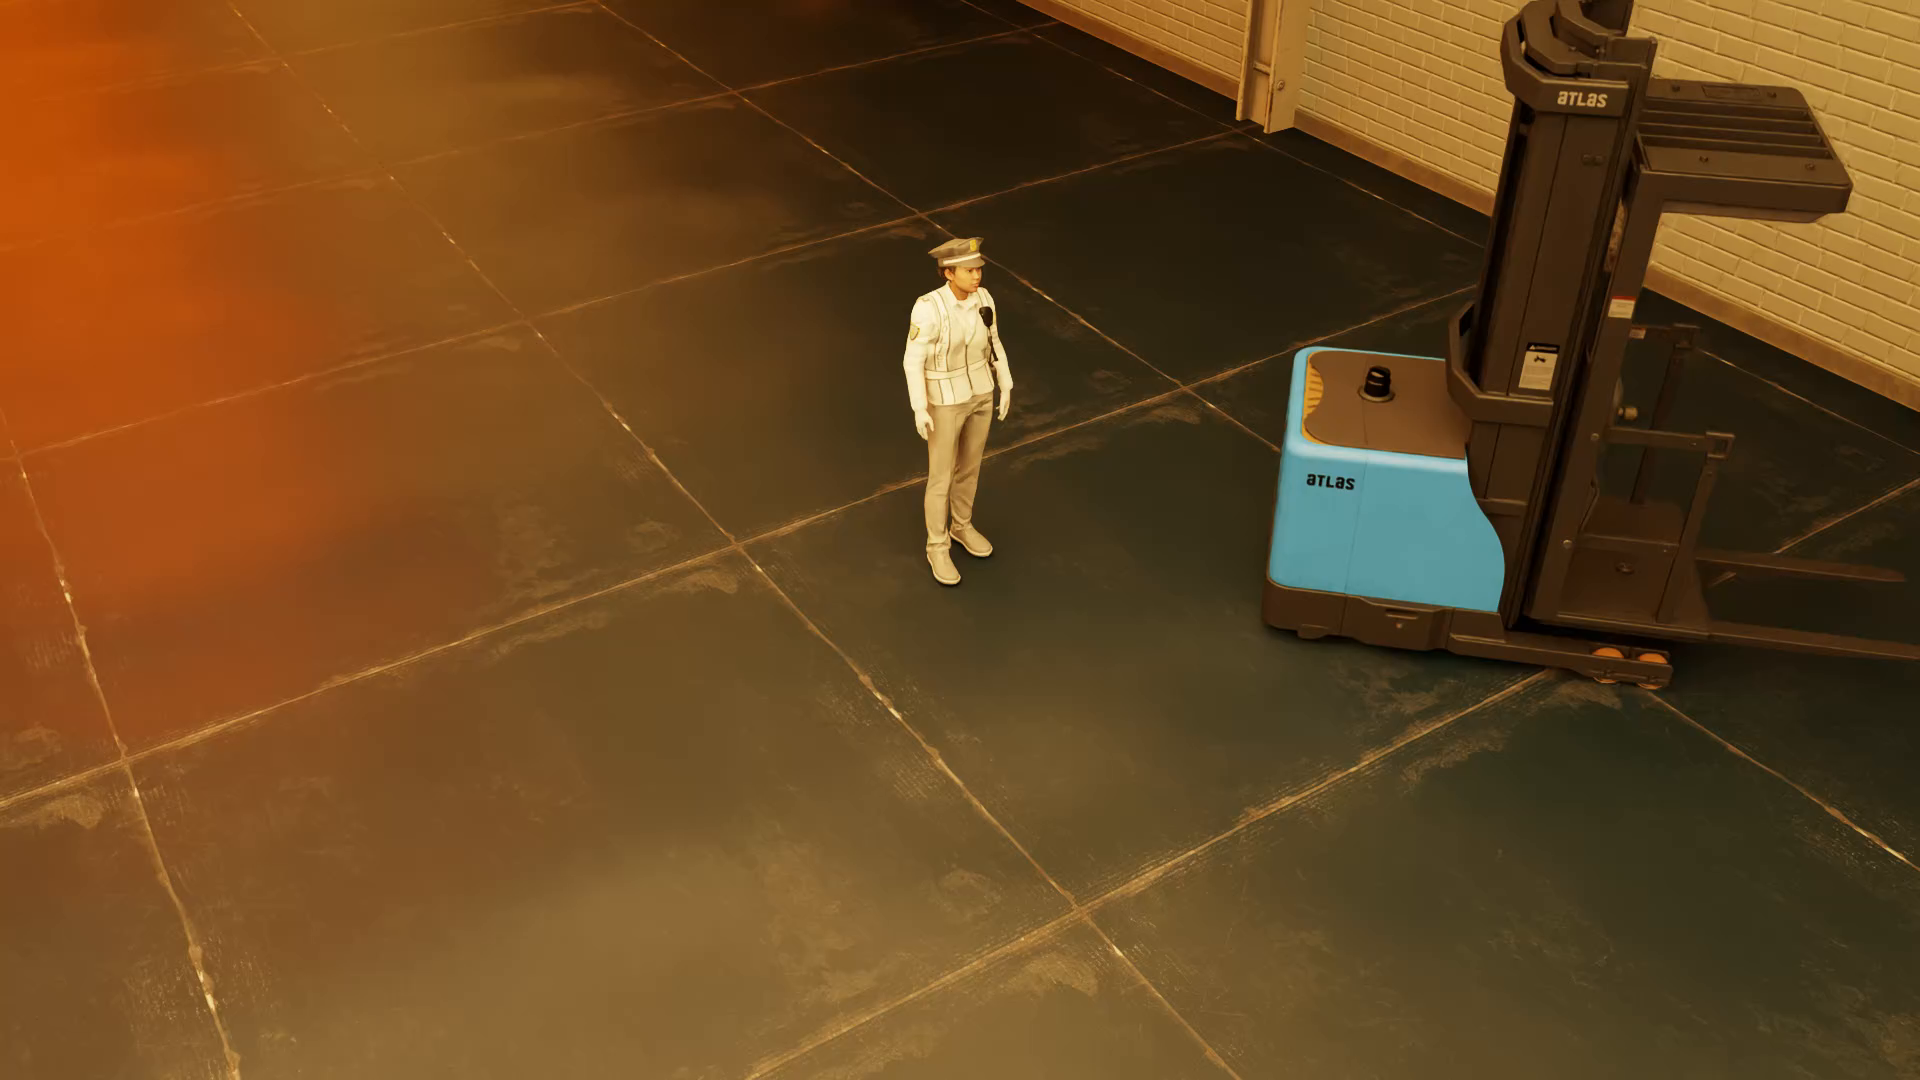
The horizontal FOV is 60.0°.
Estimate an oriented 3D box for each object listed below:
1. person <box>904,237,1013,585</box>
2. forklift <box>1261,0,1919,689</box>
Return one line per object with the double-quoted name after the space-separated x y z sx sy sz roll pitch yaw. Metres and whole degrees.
0.032 -0.664 8.155 0.587 1.694 0.530 -21 40 -27 "person"
3.029 -0.843 7.347 3.031 2.935 1.130 7 36 10 "forklift"
